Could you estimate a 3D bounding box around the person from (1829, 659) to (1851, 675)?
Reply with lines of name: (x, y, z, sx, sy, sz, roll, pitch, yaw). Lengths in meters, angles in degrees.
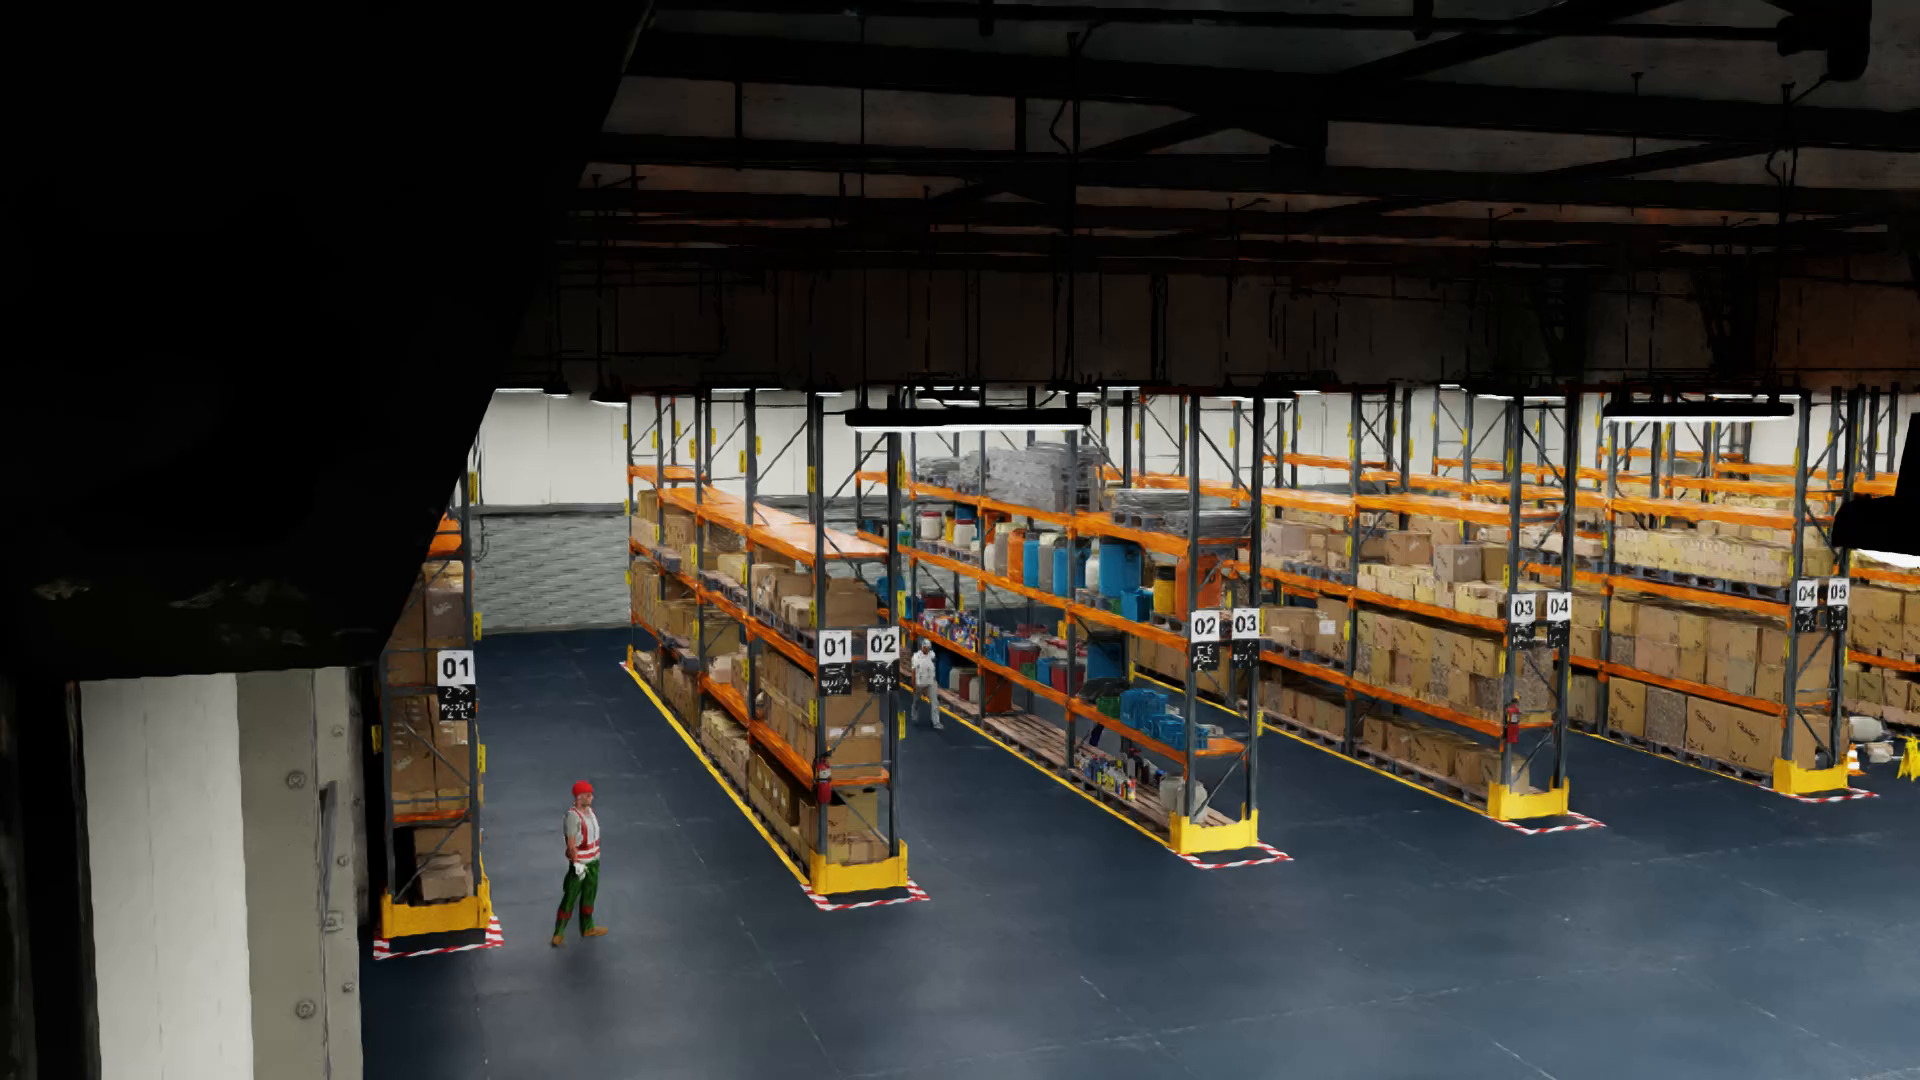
person: (17.783, 1.960, 33.620, 0.608, 1.770, 0.656, 1, 6, 9)

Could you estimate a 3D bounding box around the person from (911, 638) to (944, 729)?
person: (-0.619, 2.499, 29.340, 0.499, 1.578, 1.078, -2, 6, -15)

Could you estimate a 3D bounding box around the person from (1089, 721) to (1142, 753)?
person: (2.513, 2.719, 27.335, 0.655, 1.591, 0.768, -5, 8, -40)

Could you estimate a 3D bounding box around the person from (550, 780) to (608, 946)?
person: (-4.233, 3.552, 18.355, 0.471, 1.790, 0.692, 2, 6, 19)
